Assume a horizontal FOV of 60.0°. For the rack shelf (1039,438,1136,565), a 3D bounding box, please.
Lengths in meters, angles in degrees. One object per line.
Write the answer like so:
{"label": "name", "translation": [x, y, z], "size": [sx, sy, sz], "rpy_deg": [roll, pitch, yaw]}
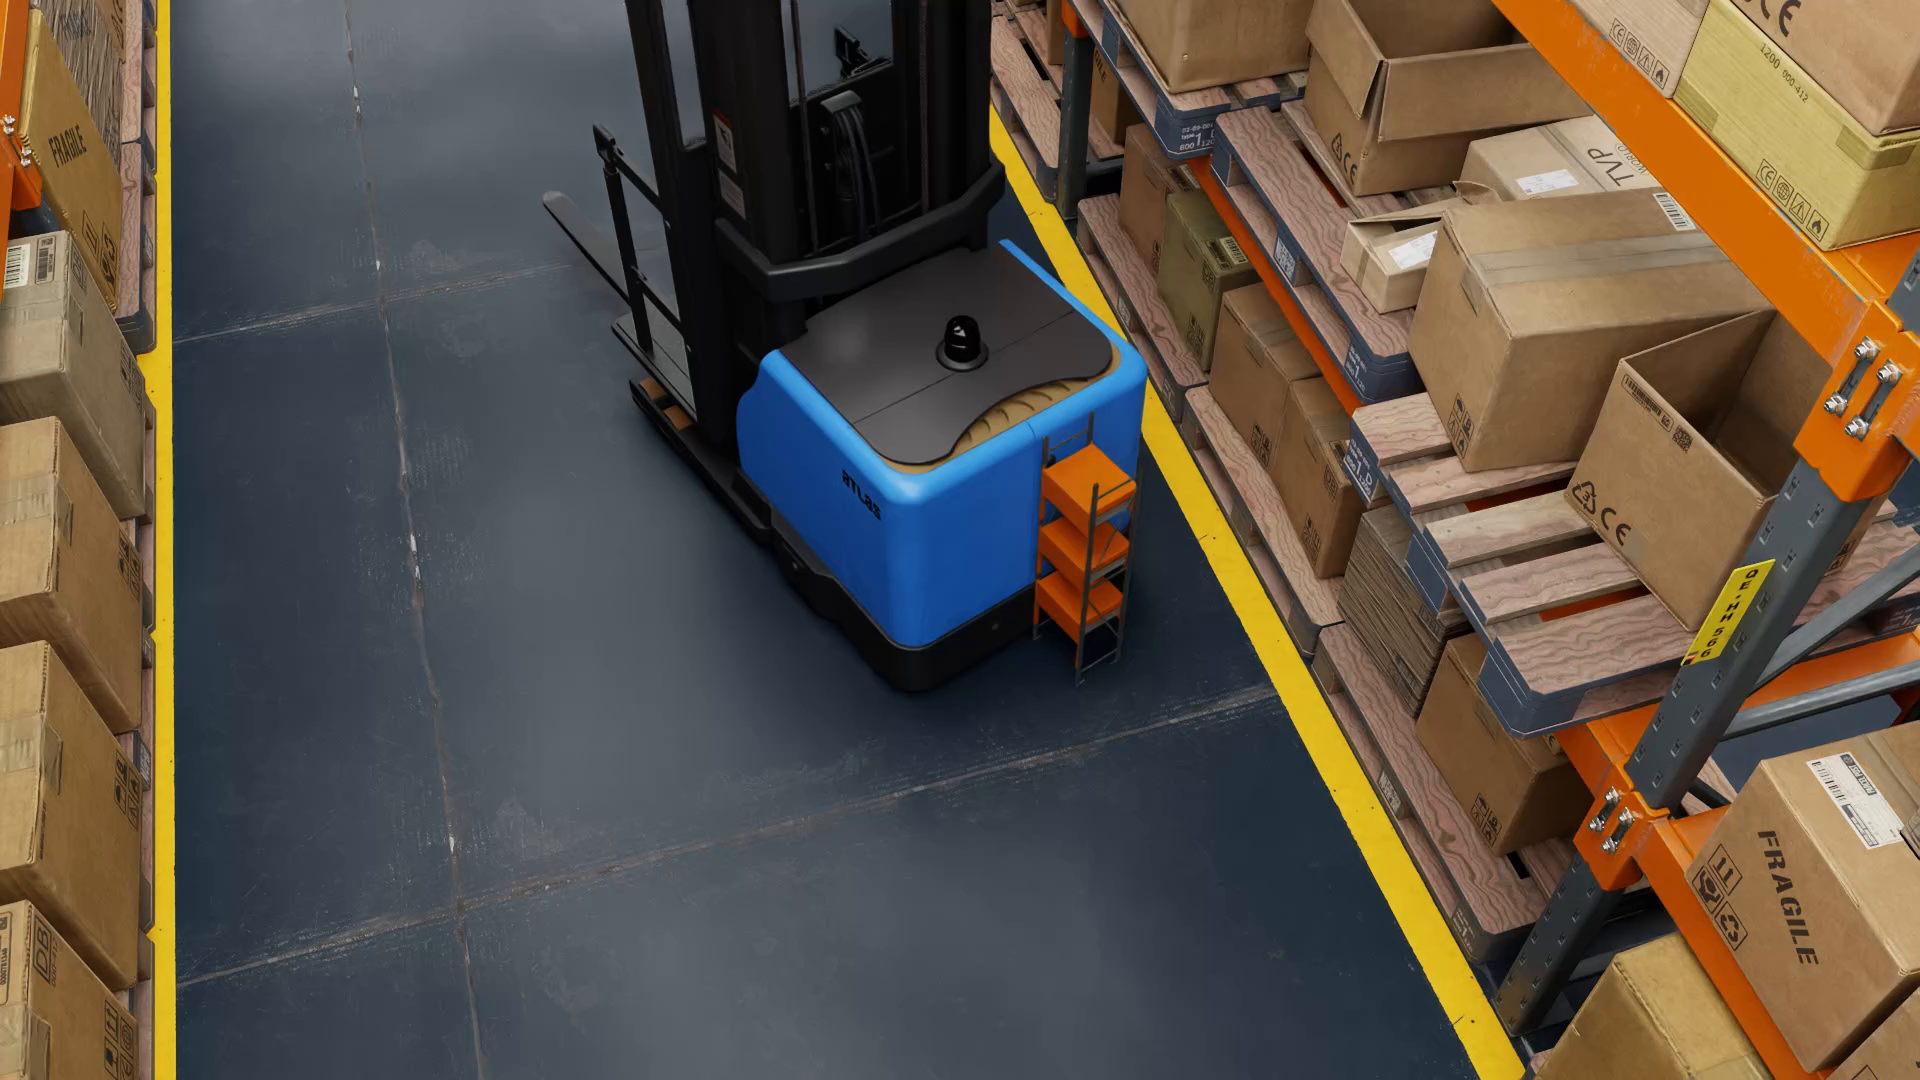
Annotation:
{"label": "rack shelf", "translation": [0.412, -0.122, 5.309], "size": [0.215, 0.259, 0.240], "rpy_deg": [-29, 56, -22]}

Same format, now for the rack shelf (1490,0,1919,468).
{"label": "rack shelf", "translation": [1.518, -1.823, 4.334], "size": [1.077, 0.370, 4.000], "rpy_deg": [-13, 51, -11]}

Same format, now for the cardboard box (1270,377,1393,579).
{"label": "cardboard box", "translation": [1.542, -0.263, 5.857], "size": [0.700, 0.500, 0.500], "rpy_deg": [-9, 51, -8]}

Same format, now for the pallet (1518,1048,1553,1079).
{"label": "pallet", "translation": [2.271, 1.864, 4.541], "size": [1.003, 0.211, 1.213], "rpy_deg": [-13, 51, -11]}

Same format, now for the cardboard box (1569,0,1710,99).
{"label": "cardboard box", "translation": [1.575, -1.197, 3.434], "size": [0.500, 0.250, 0.500], "rpy_deg": [-13, 51, -11]}

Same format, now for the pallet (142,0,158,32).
{"label": "pallet", "translation": [-4.713, -2.958, 8.606], "size": [1.003, 0.211, 1.213], "rpy_deg": [-13, 51, -11]}

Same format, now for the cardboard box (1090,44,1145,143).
{"label": "cardboard box", "translation": [0.846, -2.180, 7.486], "size": [0.500, 0.500, 0.500], "rpy_deg": [-15, 51, -12]}

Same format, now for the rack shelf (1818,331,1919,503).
{"label": "rack shelf", "translation": [2.701, 1.098, 1.871], "size": [1.077, 0.370, 4.000], "rpy_deg": [-13, 51, -11]}

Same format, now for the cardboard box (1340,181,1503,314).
{"label": "cardboard box", "translation": [1.358, -0.877, 4.840], "size": [0.396, 0.266, 0.258], "rpy_deg": [-15, 51, -12]}

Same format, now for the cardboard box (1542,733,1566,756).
{"label": "cardboard box", "translation": [1.883, 0.312, 4.882], "size": [0.500, 0.250, 0.500], "rpy_deg": [-11, 51, -9]}

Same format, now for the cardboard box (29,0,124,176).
{"label": "cardboard box", "translation": [-4.231, -2.085, 7.161], "size": [0.875, 0.875, 0.875], "rpy_deg": [-13, 51, -11]}

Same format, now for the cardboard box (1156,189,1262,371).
{"label": "cardboard box", "translation": [1.211, -1.079, 6.545], "size": [0.700, 0.500, 0.500], "rpy_deg": [-14, 51, -11]}

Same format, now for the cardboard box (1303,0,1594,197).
{"label": "cardboard box", "translation": [1.527, -1.473, 5.187], "size": [0.797, 0.503, 0.637], "rpy_deg": [-9, 50, -7]}

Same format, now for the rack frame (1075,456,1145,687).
{"label": "rack frame", "translation": [0.484, 0.129, 5.455], "size": [0.200, 1.050, 0.008], "rpy_deg": [-29, 56, -22]}

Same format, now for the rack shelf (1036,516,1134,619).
{"label": "rack shelf", "translation": [0.412, 0.061, 5.526], "size": [0.215, 0.259, 0.240], "rpy_deg": [-29, 56, -22]}

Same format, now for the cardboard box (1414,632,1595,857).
{"label": "cardboard box", "translation": [1.892, 0.551, 5.170], "size": [0.700, 0.500, 0.500], "rpy_deg": [-16, 52, -13]}

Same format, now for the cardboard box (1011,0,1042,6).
{"label": "cardboard box", "translation": [0.411, -3.032, 8.205], "size": [0.500, 0.500, 0.500], "rpy_deg": [-17, 52, -14]}

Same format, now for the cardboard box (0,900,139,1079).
{"label": "cardboard box", "translation": [-2.753, 1.545, 4.183], "size": [1.050, 0.750, 0.750], "rpy_deg": [-14, 51, -11]}

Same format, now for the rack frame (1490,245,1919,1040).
{"label": "rack frame", "translation": [2.109, 0.372, 3.974], "size": [1.000, 3.000, 0.127], "rpy_deg": [-13, 51, -11]}

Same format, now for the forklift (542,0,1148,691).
{"label": "forklift", "translation": [-0.653, -1.515, 5.610], "size": [1.130, 2.935, 3.031], "rpy_deg": [-29, 56, -22]}

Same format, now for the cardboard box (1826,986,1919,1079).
{"label": "cardboard box", "translation": [2.148, 1.133, 3.268], "size": [0.500, 0.500, 0.500], "rpy_deg": [-15, 51, -12]}

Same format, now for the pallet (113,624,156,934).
{"label": "pallet", "translation": [-3.177, 0.836, 5.407], "size": [1.003, 0.211, 1.213], "rpy_deg": [-13, 51, -11]}

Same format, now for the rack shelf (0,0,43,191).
{"label": "rack shelf", "translation": [-4.433, -2.730, 7.060], "size": [1.077, 0.370, 4.000], "rpy_deg": [-13, 51, -11]}

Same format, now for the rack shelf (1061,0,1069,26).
{"label": "rack shelf", "translation": [0.335, -3.778, 7.944], "size": [1.077, 0.370, 4.000], "rpy_deg": [-13, 51, -11]}

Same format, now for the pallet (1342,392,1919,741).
{"label": "pallet", "translation": [1.797, -0.062, 4.466], "size": [1.213, 0.211, 1.003], "rpy_deg": [-13, 51, -11]}

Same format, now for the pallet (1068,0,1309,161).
{"label": "pallet", "translation": [1.014, -1.896, 6.012], "size": [1.003, 0.211, 1.213], "rpy_deg": [-13, 51, -11]}

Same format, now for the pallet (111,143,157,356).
{"label": "pallet", "translation": [-3.992, -1.176, 7.103], "size": [1.003, 0.211, 1.213], "rpy_deg": [-13, 51, -11]}

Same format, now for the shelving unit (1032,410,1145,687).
{"label": "shelving unit", "translation": [0.412, 0.054, 5.518], "size": [0.215, 1.050, 0.252], "rpy_deg": [-29, 56, -22]}

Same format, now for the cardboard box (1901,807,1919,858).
{"label": "cardboard box", "translation": [2.310, 0.554, 3.099], "size": [0.797, 0.503, 0.637], "rpy_deg": [-12, 51, -10]}

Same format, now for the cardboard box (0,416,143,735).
{"label": "cardboard box", "translation": [-3.290, 0.227, 5.294], "size": [1.050, 0.750, 0.750], "rpy_deg": [-13, 51, -11]}

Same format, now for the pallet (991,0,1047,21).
{"label": "pallet", "translation": [0.330, -3.025, 8.663], "size": [1.003, 0.211, 1.213], "rpy_deg": [-13, 51, -11]}

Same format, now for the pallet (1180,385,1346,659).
{"label": "pallet", "translation": [1.523, -0.189, 6.272], "size": [1.003, 0.211, 1.213], "rpy_deg": [-13, 51, -11]}

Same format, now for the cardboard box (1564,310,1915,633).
{"label": "cardboard box", "translation": [1.912, -0.181, 4.100], "size": [0.500, 0.500, 0.500], "rpy_deg": [-19, 52, -15]}
